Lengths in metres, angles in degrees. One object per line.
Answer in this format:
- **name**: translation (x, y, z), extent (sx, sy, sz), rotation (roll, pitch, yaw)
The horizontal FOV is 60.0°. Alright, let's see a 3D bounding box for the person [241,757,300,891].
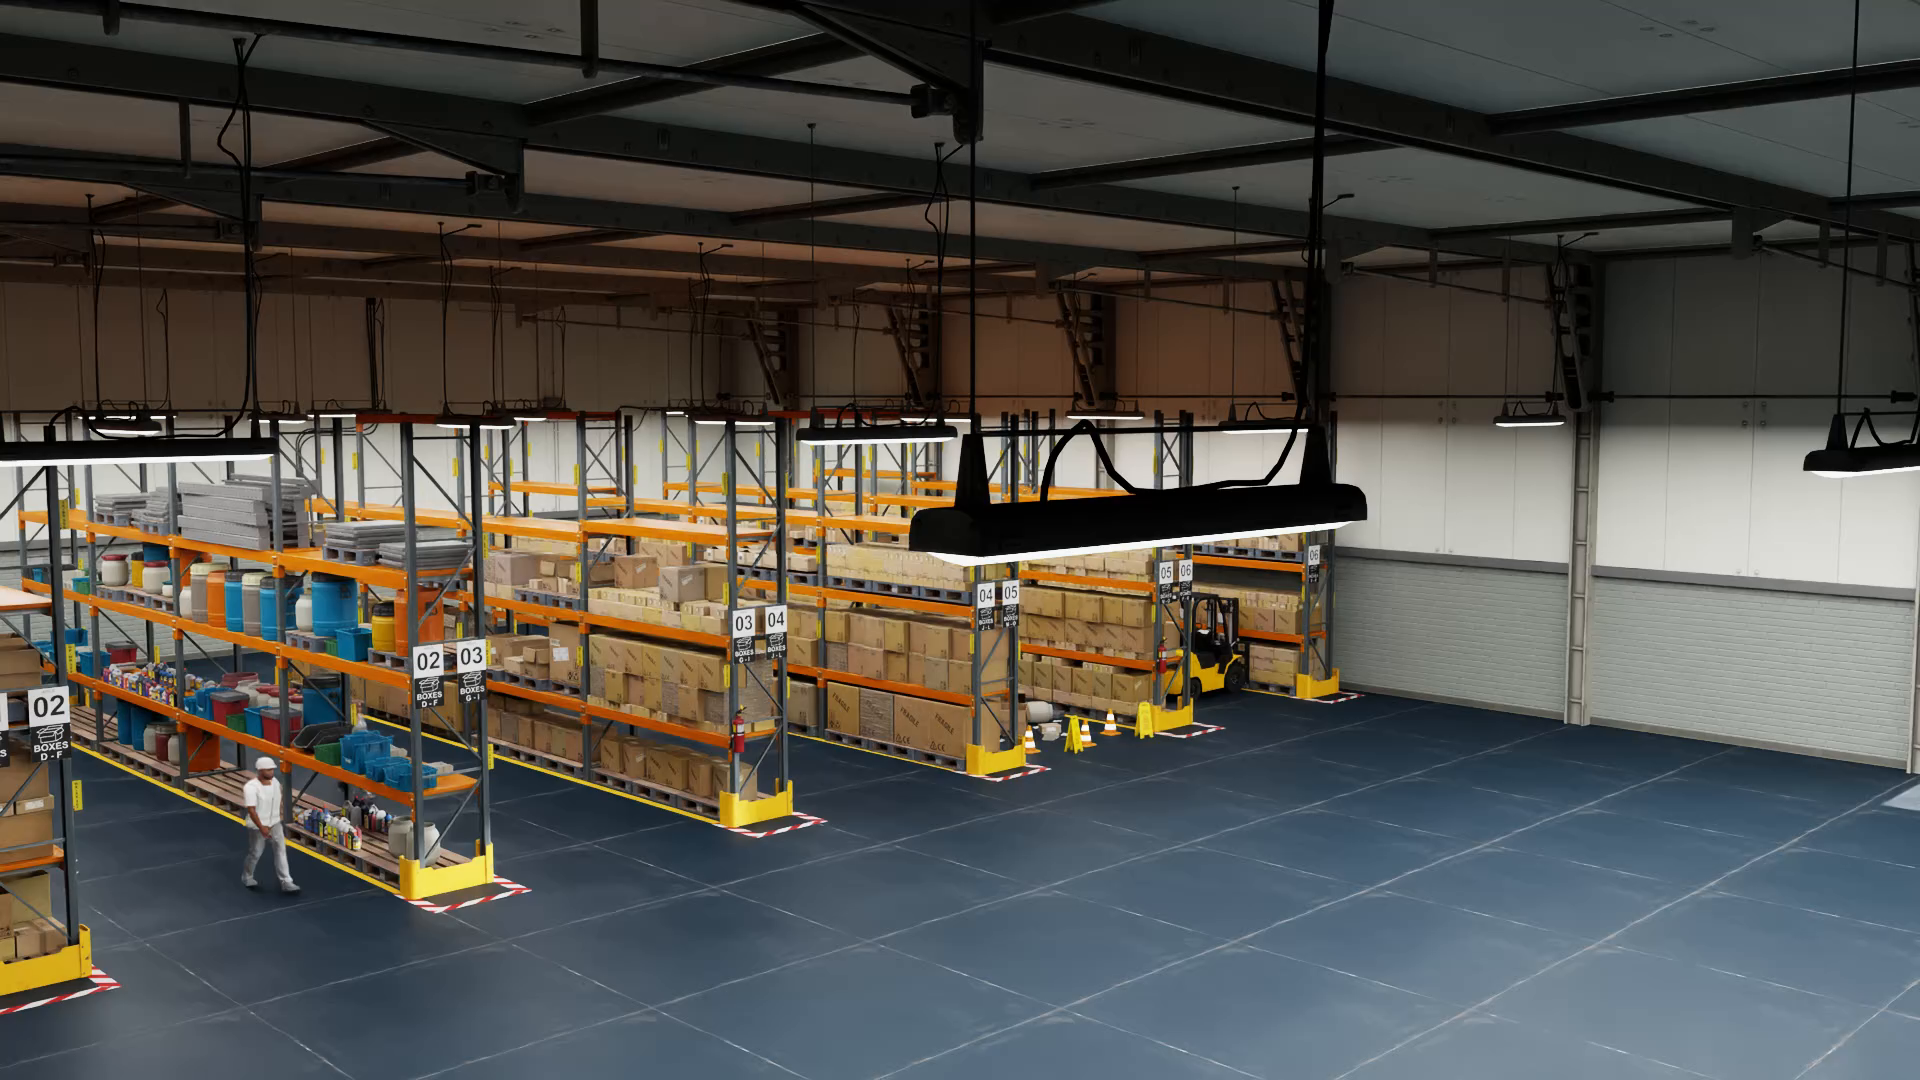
- **person**: translation (-8.815, 3.618, 21.232), extent (1.023, 1.701, 0.584), rotation (3, 6, 31)

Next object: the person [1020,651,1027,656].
- **person**: translation (1.550, 2.114, 38.981), extent (0.406, 1.688, 0.514), rotation (1, 5, 17)

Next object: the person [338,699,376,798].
- **person**: translation (-9.453, 3.271, 26.091), extent (0.982, 1.543, 0.477), rotation (2, 5, 23)
